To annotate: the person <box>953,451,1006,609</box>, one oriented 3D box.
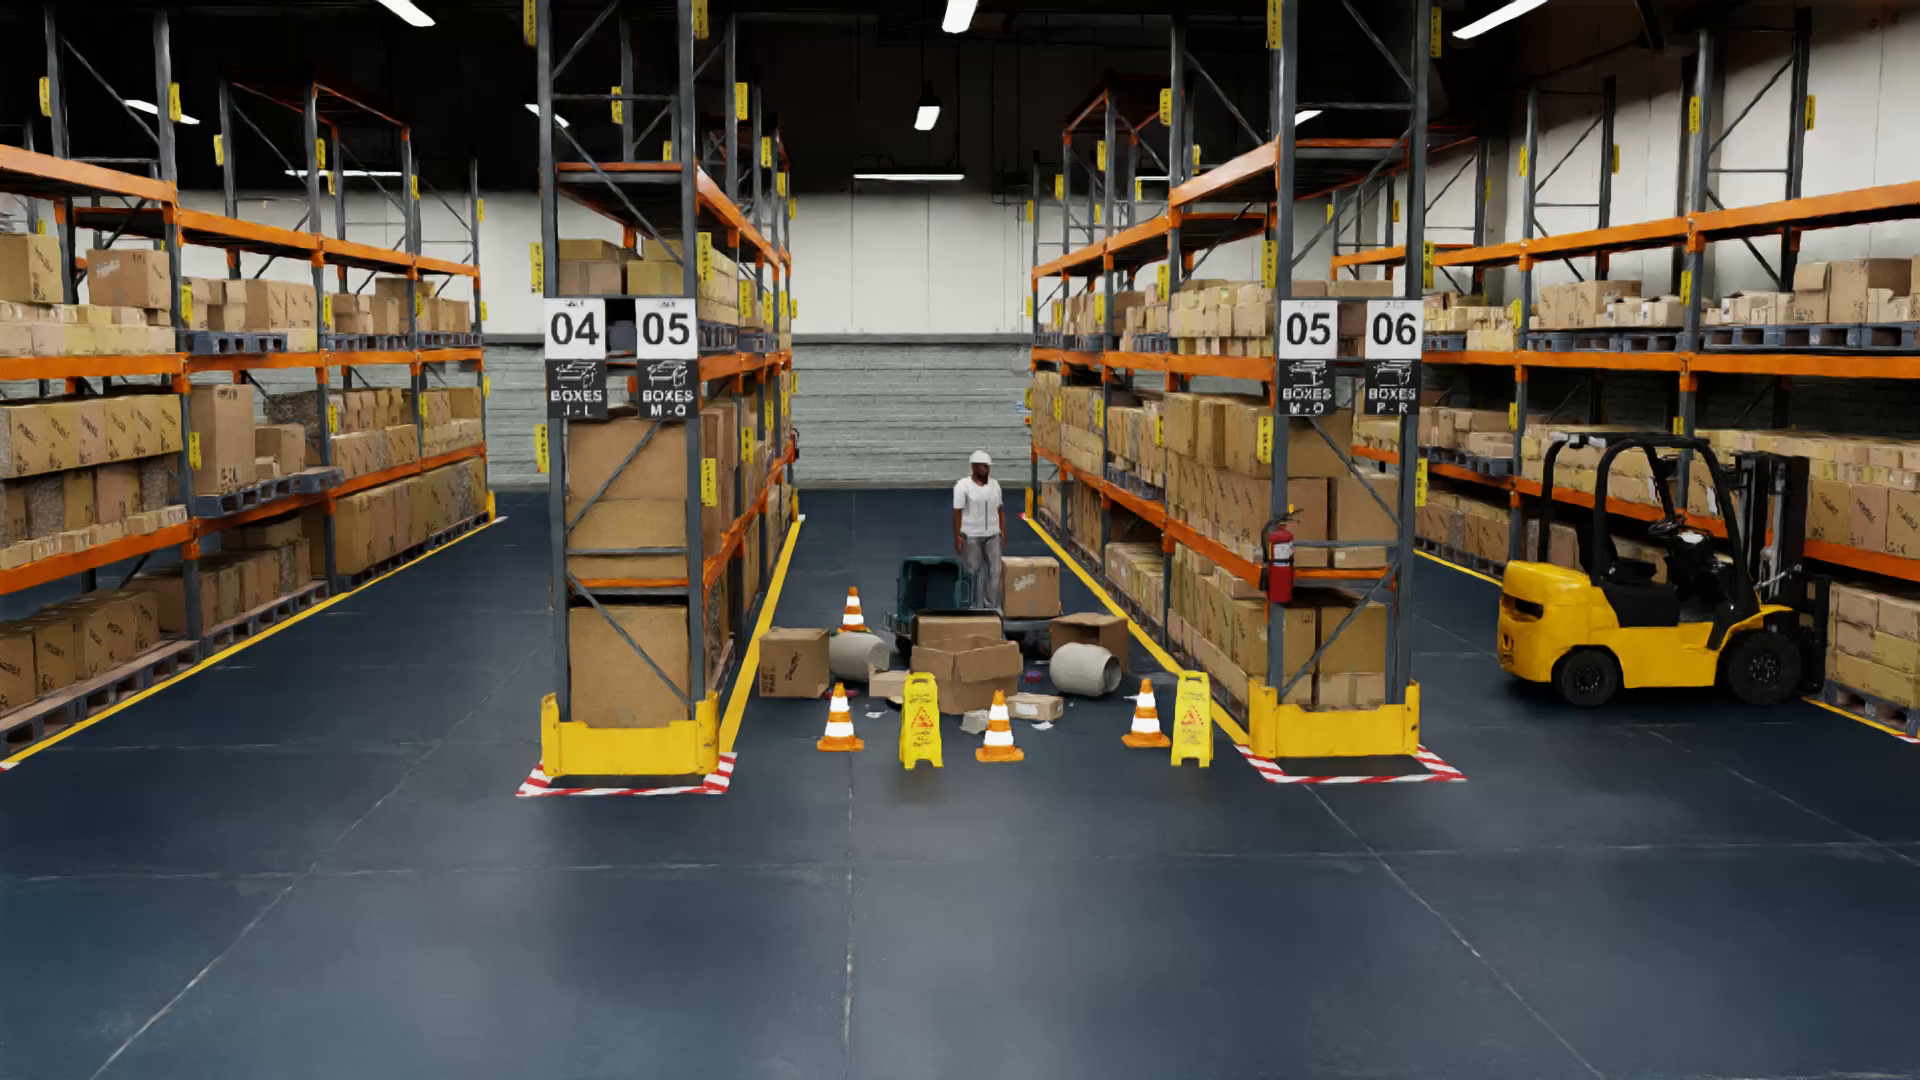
[{"bbox_3d":[0.220,-0.049,17.433,0.591,1.772,0.386,-3,8,-25],"label":"person"}]
